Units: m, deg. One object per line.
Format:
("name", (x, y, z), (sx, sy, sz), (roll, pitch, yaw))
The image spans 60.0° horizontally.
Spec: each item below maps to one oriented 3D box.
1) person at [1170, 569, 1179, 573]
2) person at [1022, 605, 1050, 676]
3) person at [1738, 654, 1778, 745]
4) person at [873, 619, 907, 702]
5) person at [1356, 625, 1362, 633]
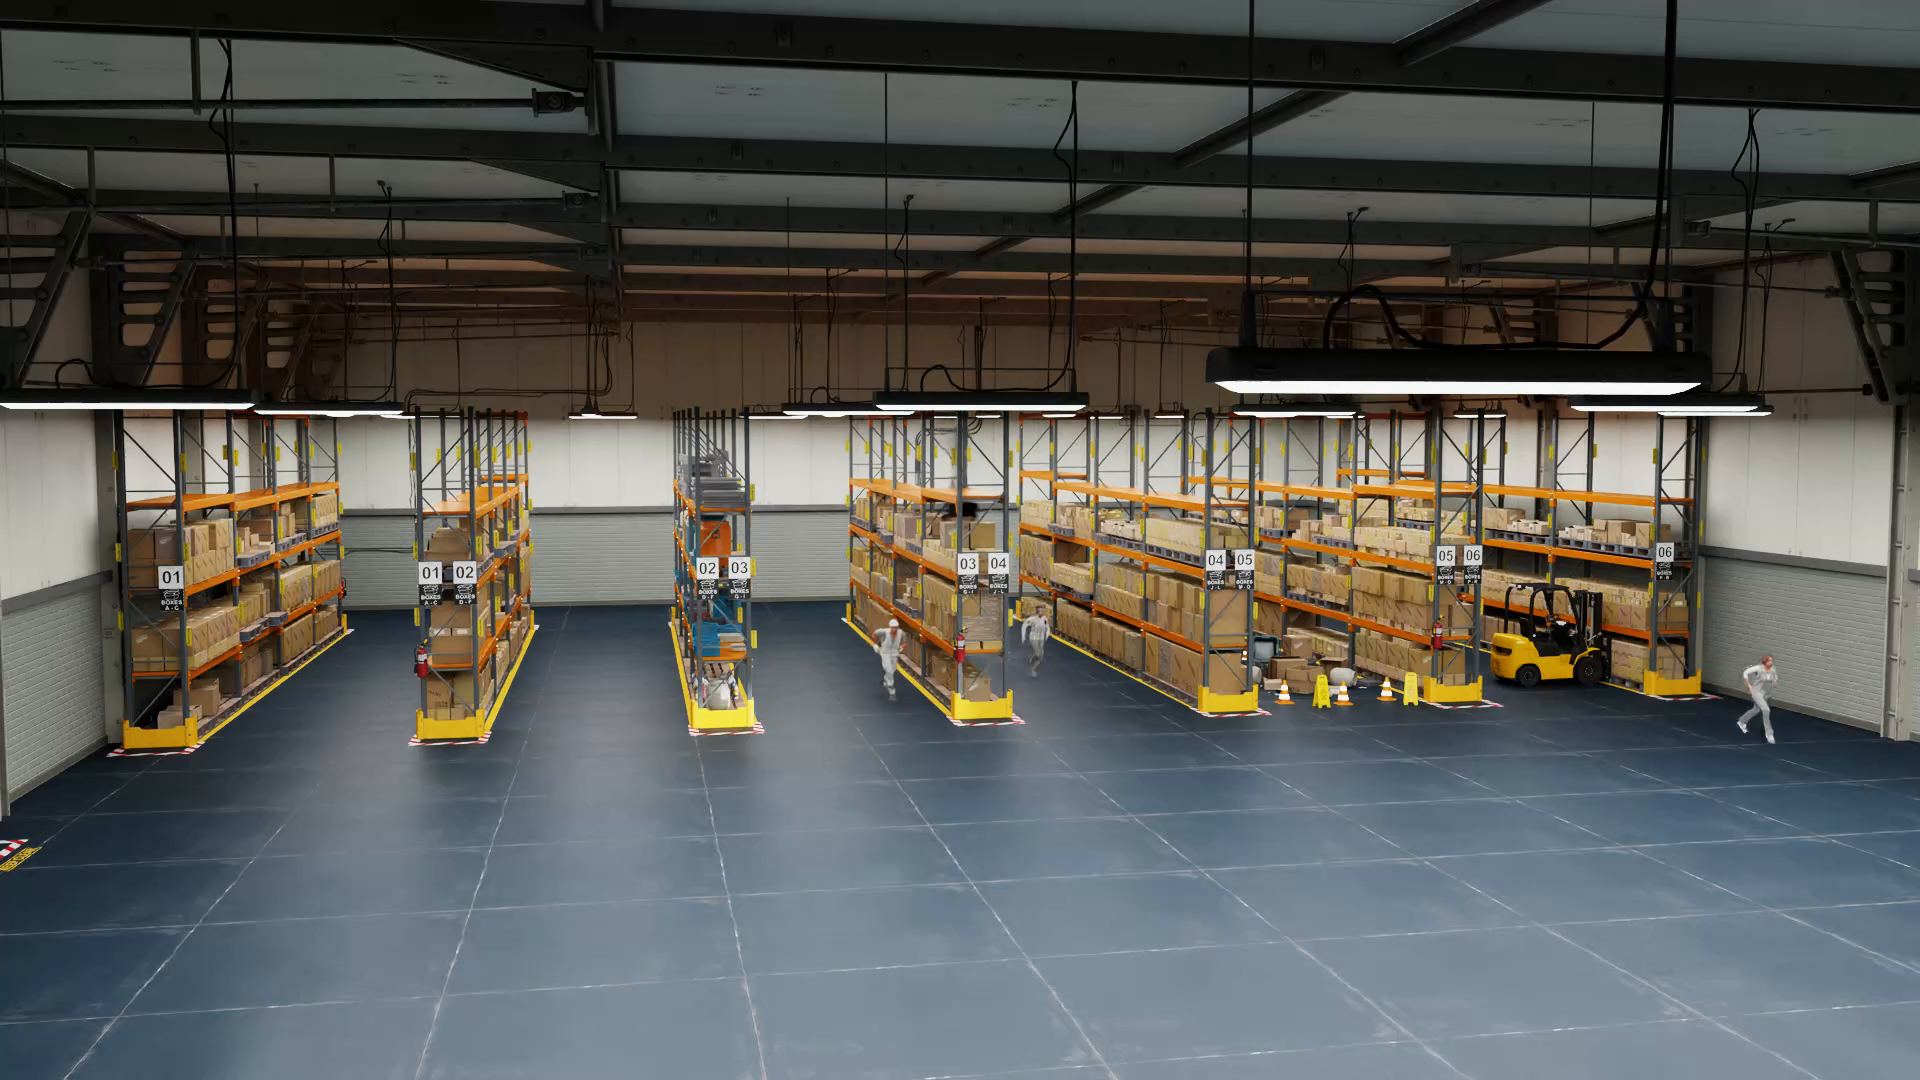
("person", (6.629, 1.285, 50.786), (0.768, 1.725, 0.610), (0, 4, 2))
("person", (1.752, 2.251, 37.355), (0.616, 1.628, 0.560), (-2, 5, -31))
("person", (14.361, 2.829, 29.924), (0.539, 1.565, 0.948), (-1, 4, -17))
("person", (-1.467, 2.457, 34.429), (0.706, 1.731, 1.053), (-1, 4, -15))
("person", (10.227, 1.924, 41.827), (0.577, 1.626, 0.719), (-1, 4, -13))
